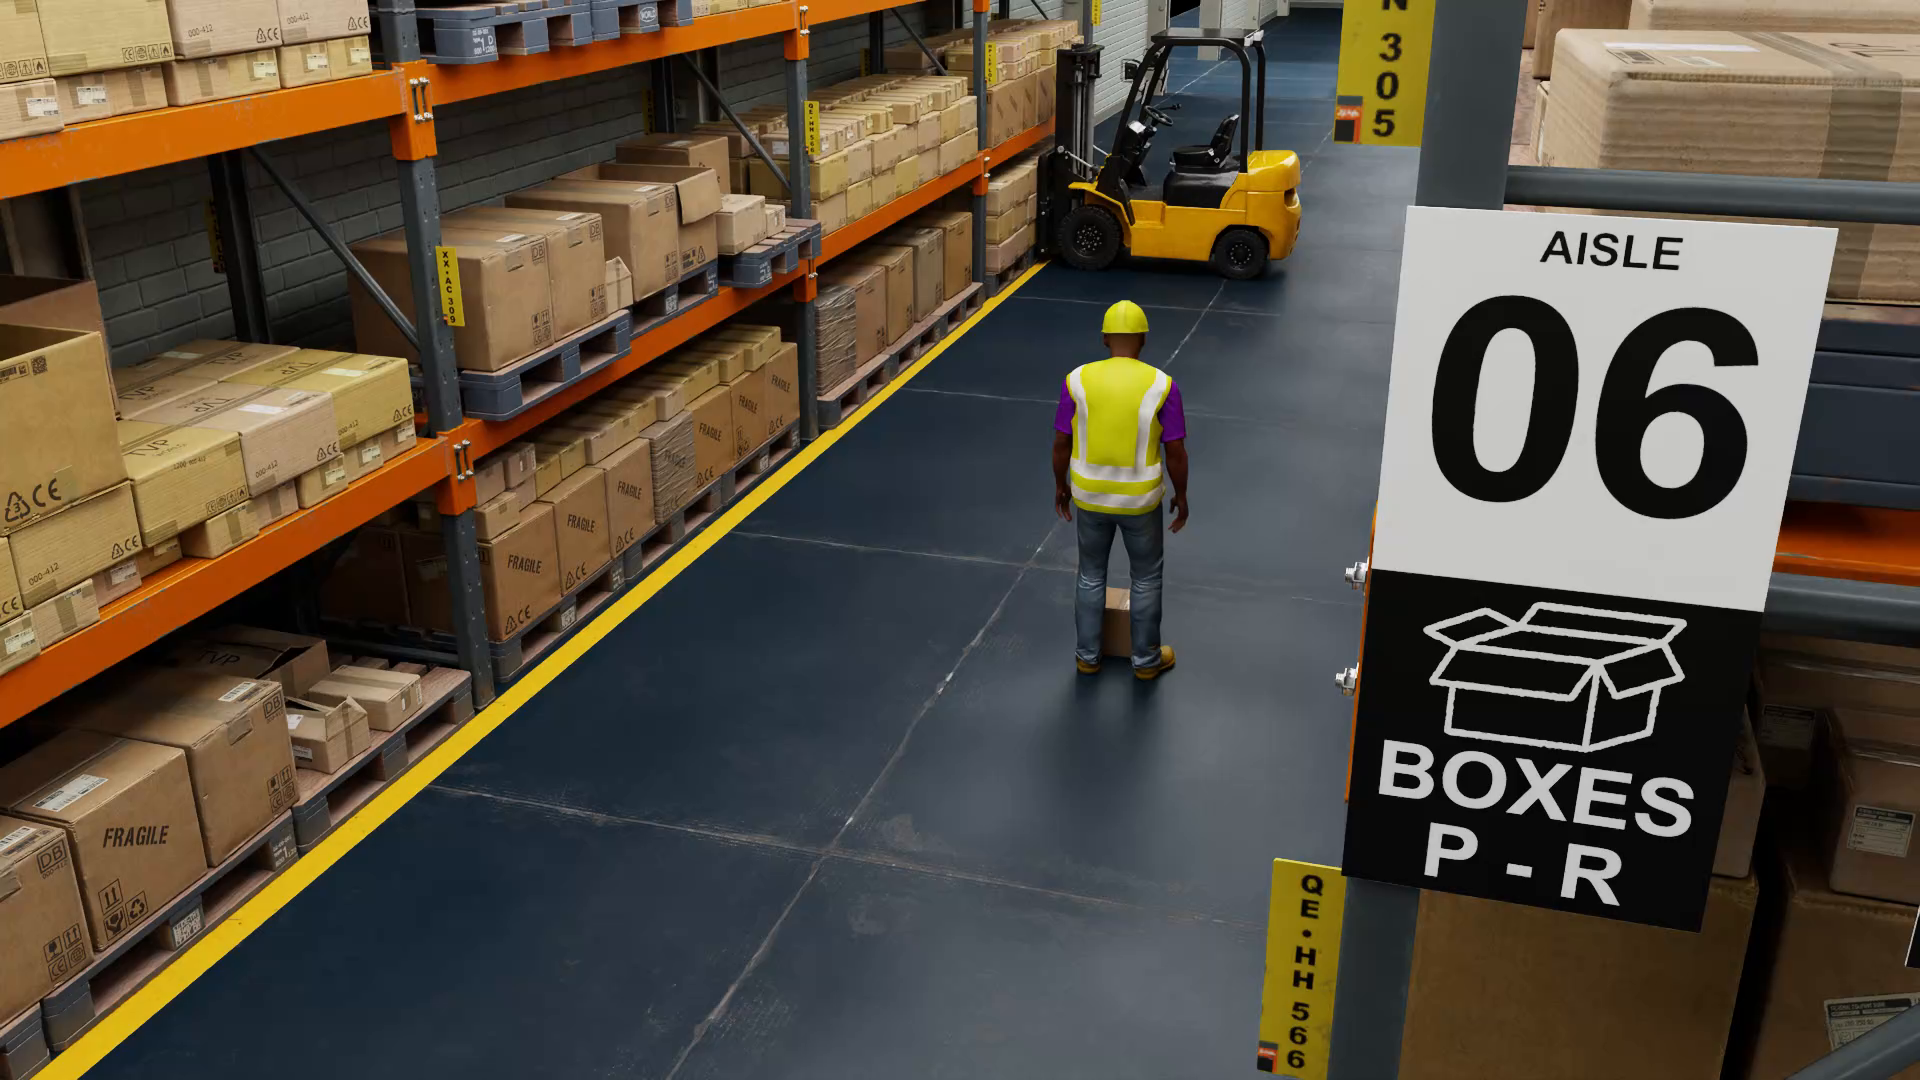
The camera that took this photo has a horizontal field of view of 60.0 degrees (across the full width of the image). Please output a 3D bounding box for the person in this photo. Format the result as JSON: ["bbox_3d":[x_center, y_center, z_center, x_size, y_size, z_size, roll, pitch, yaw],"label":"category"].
[{"bbox_3d":[0.735,-0.215,7.602,0.627,1.760,0.461,6,23,16],"label":"person"}]
